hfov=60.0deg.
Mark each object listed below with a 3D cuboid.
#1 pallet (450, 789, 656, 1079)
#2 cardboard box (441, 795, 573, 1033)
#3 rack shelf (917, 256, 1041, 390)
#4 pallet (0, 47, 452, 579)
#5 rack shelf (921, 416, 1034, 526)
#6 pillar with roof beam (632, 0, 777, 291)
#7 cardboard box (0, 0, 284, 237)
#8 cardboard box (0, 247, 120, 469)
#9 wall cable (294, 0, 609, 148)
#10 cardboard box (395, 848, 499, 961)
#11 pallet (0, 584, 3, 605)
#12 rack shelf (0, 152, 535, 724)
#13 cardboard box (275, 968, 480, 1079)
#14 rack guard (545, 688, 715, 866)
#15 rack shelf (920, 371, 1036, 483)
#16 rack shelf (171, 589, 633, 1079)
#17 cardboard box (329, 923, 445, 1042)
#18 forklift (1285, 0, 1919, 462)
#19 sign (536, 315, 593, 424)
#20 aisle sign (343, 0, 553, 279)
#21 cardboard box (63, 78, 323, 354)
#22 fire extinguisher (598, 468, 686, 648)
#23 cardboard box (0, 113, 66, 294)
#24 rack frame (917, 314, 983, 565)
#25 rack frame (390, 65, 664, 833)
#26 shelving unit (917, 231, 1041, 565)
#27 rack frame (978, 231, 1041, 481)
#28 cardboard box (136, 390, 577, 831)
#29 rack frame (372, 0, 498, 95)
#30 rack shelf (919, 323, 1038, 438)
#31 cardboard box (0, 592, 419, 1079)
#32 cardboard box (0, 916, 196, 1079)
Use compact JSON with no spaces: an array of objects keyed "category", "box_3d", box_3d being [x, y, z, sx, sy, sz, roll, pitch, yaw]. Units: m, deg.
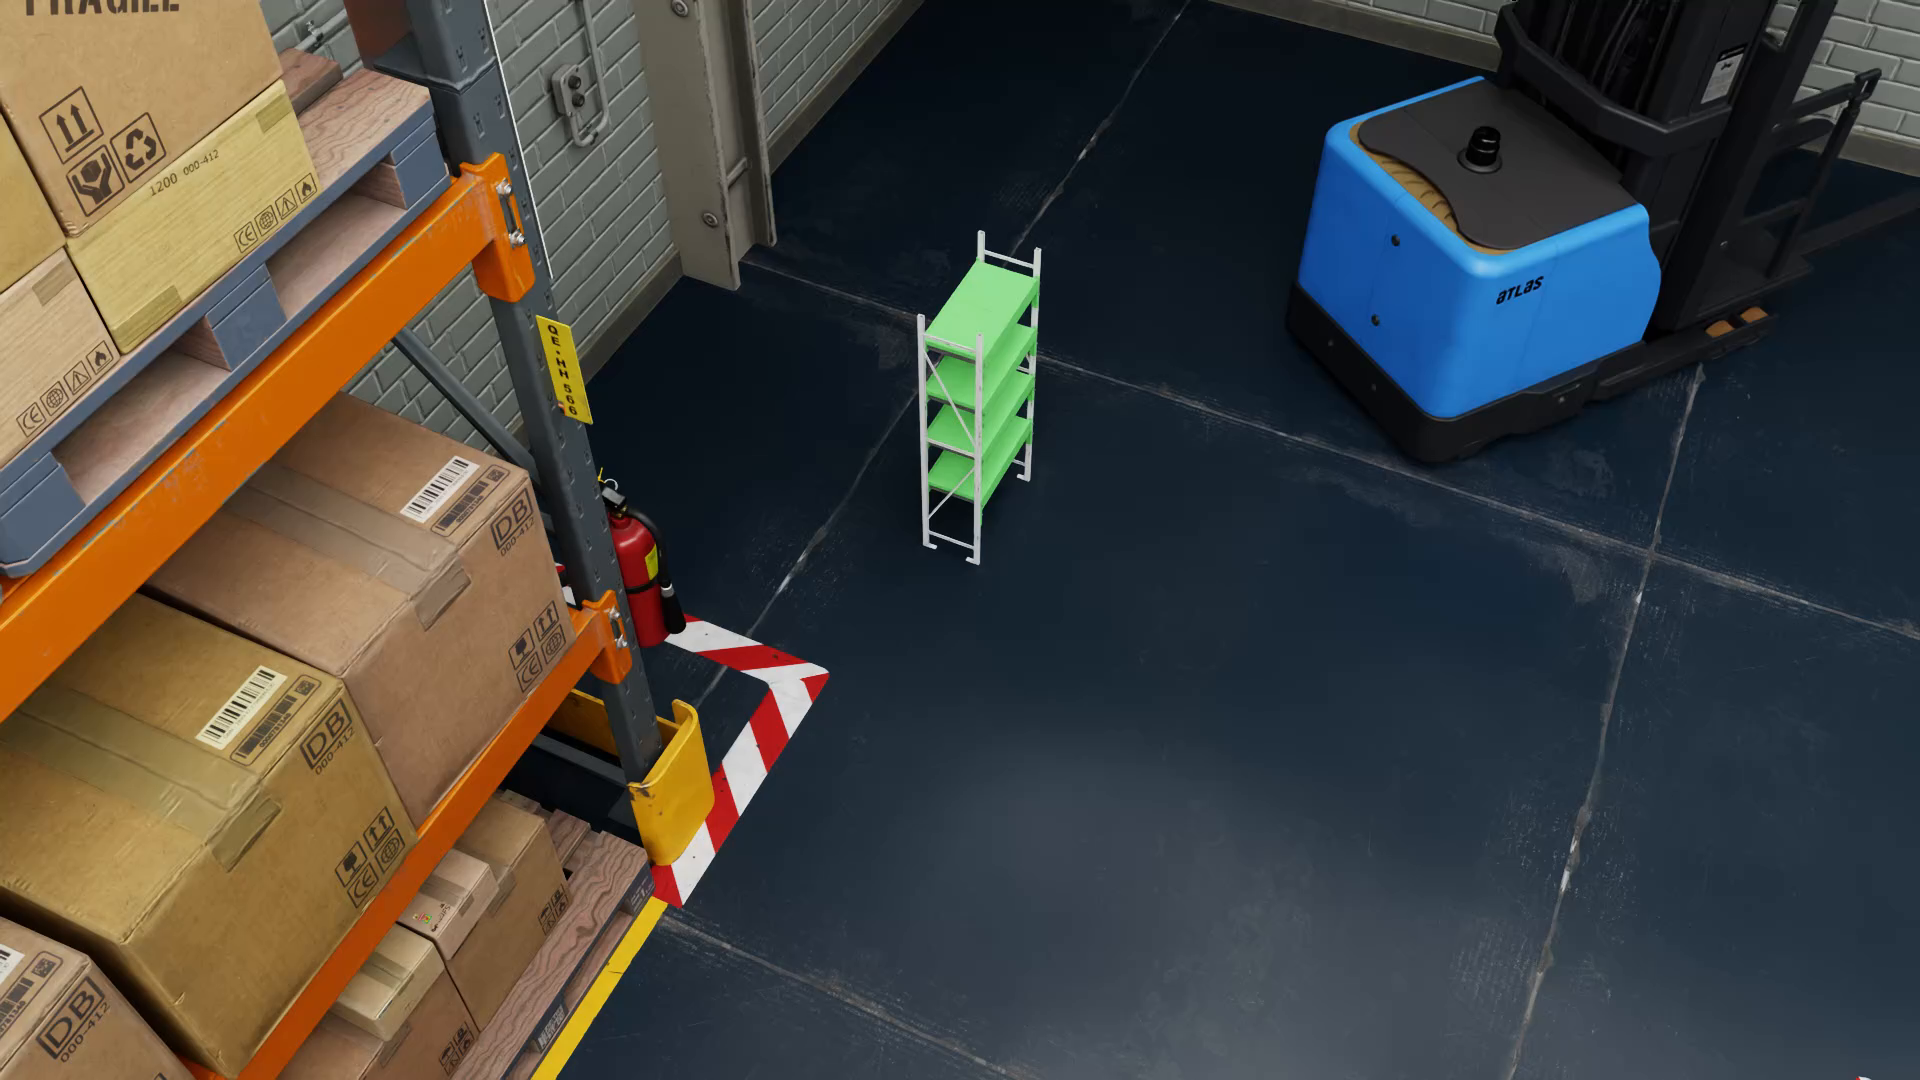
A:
[{"category":"pallet","box_3d":[-1.715,1.336,5.290,1.003,0.211,1.213,20,52,16]},{"category":"cardboard box","box_3d":[-1.653,1.045,5.072,0.700,0.500,0.500,20,52,16]},{"category":"rack shelf","box_3d":[0.071,-0.772,5.888,0.258,0.148,0.480,20,52,16]},{"category":"pallet","box_3d":[-1.752,-0.573,3.172,1.003,0.211,1.213,20,52,16]},{"category":"rack shelf","box_3d":[0.071,-0.306,6.437,0.258,0.148,0.480,20,52,16]},{"category":"pillar with roof beam","box_3d":[2.820,-2.828,3.063,9.100,9.000,0.400,20,52,16]},{"category":"cardboard box","box_3d":[-1.510,-0.886,2.644,0.500,0.500,0.500,20,52,16]},{"category":"cardboard box","box_3d":[-1.738,-0.286,2.627,0.500,0.250,0.500,18,52,15]},{"category":"wall cable","box_3d":[-1.752,-1.662,5.343,0.084,1.984,1.851,20,52,16]},{"category":"cardboard box","box_3d":[-1.543,0.982,4.699,0.380,0.149,0.250,19,52,16]},{"category":"pallet","box_3d":[-2.272,0.270,2.454,1.003,0.211,1.213,20,52,16]},{"category":"rack shelf","box_3d":[-2.299,0.495,2.677,1.077,0.370,4.000,20,52,16]},{"category":"cardboard box","box_3d":[-1.867,1.390,4.779,0.700,0.500,0.500,20,52,16]},{"category":"rack guard","box_3d":[-1.434,0.650,5.684,1.175,0.500,0.348,20,52,16]},{"category":"rack shelf","box_3d":[0.071,-0.461,6.254,0.258,0.148,0.480,20,52,16]},{"category":"rack shelf","box_3d":[-2.299,1.467,3.820,1.077,0.370,4.000,20,52,16]},{"category":"cardboard box","box_3d":[-1.651,1.159,4.549,0.380,0.149,0.250,21,53,17]},{"category":"forklift","box_3d":[2.975,-2.074,6.406,3.031,2.935,1.130,-22,53,-17]},{"category":"sign","box_3d":[-0.959,-0.409,4.028,0.100,0.325,0.005,20,52,16]},{"category":"aisle sign","box_3d":[-1.142,-0.938,3.687,0.394,0.787,0.004,20,52,16]},{"category":"cardboard box","box_3d":[-1.517,-0.645,2.932,0.500,0.250,0.500,21,53,17]},{"category":"fire extinguisher","box_3d":[-0.962,0.049,4.850,0.296,0.674,0.183,20,52,16]},{"category":"cardboard box","box_3d":[-1.734,-0.545,2.354,0.500,0.500,0.500,21,53,17]},{"category":"rack frame","box_3d":[-0.034,-0.335,6.062,0.240,1.200,0.015,20,52,16]},{"category":"rack frame","box_3d":[-1.444,-0.144,4.718,1.000,3.000,0.127,20,52,16]},{"category":"shelving unit","box_3d":[0.071,-0.503,6.205,0.258,1.200,0.503,20,52,16]},{"category":"rack frame","box_3d":[0.175,-0.671,6.348,0.240,1.200,0.015,20,52,16]},{"category":"cardboard box","box_3d":[-1.653,0.114,4.302,0.980,0.700,0.700,22,53,18]},{"category":"rack frame","box_3d":[-1.444,-2.088,2.433,1.000,3.000,0.127,20,52,16]},{"category":"rack shelf","box_3d":[0.071,-0.617,6.071,0.258,0.148,0.480,20,52,16]},{"category":"cardboard box","box_3d":[-1.954,0.618,3.873,0.980,0.700,0.700,19,52,16]},{"category":"cardboard box","box_3d":[-2.288,1.140,3.428,0.980,0.700,0.700,18,52,14]}]
